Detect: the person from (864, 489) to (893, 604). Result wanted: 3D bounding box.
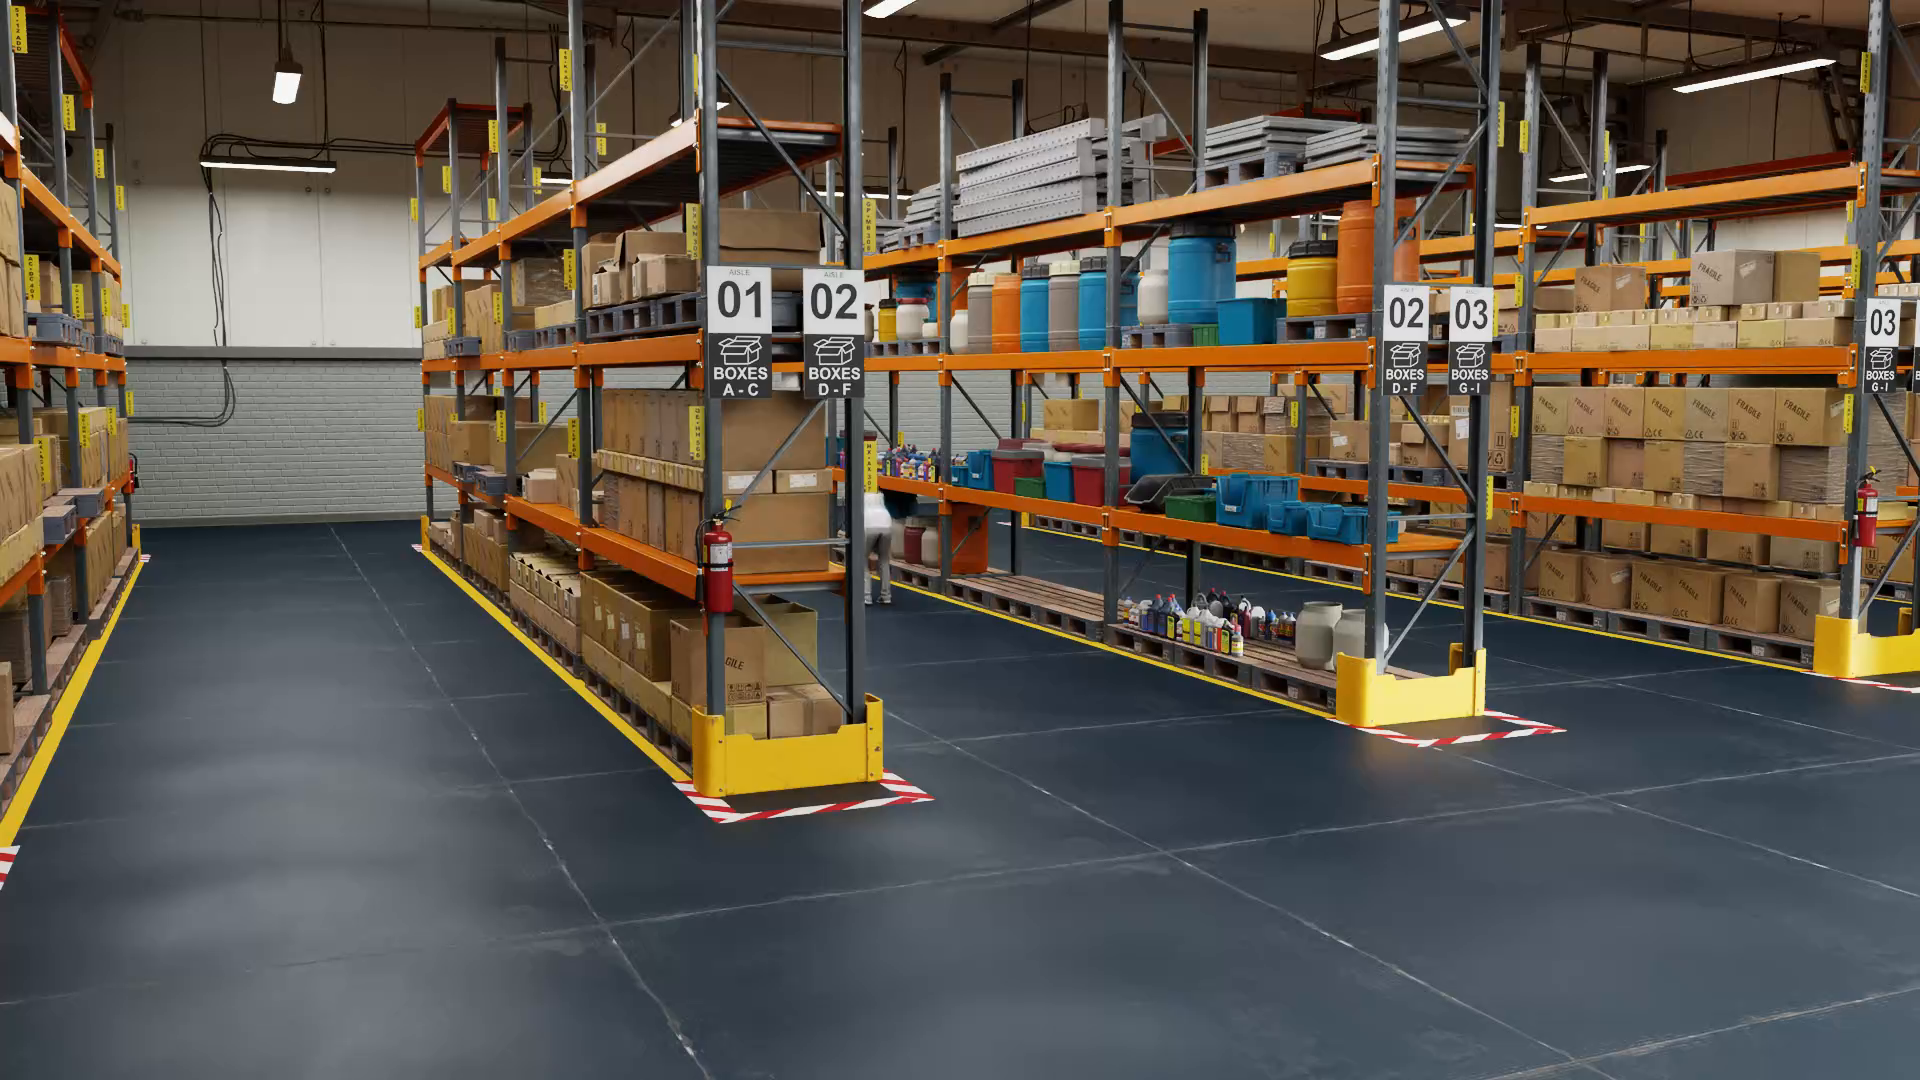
[{"bbox_3d":[-1.034,-0.039,18.868,0.414,1.515,0.705,-3,6,-25],"label":"person"}]
